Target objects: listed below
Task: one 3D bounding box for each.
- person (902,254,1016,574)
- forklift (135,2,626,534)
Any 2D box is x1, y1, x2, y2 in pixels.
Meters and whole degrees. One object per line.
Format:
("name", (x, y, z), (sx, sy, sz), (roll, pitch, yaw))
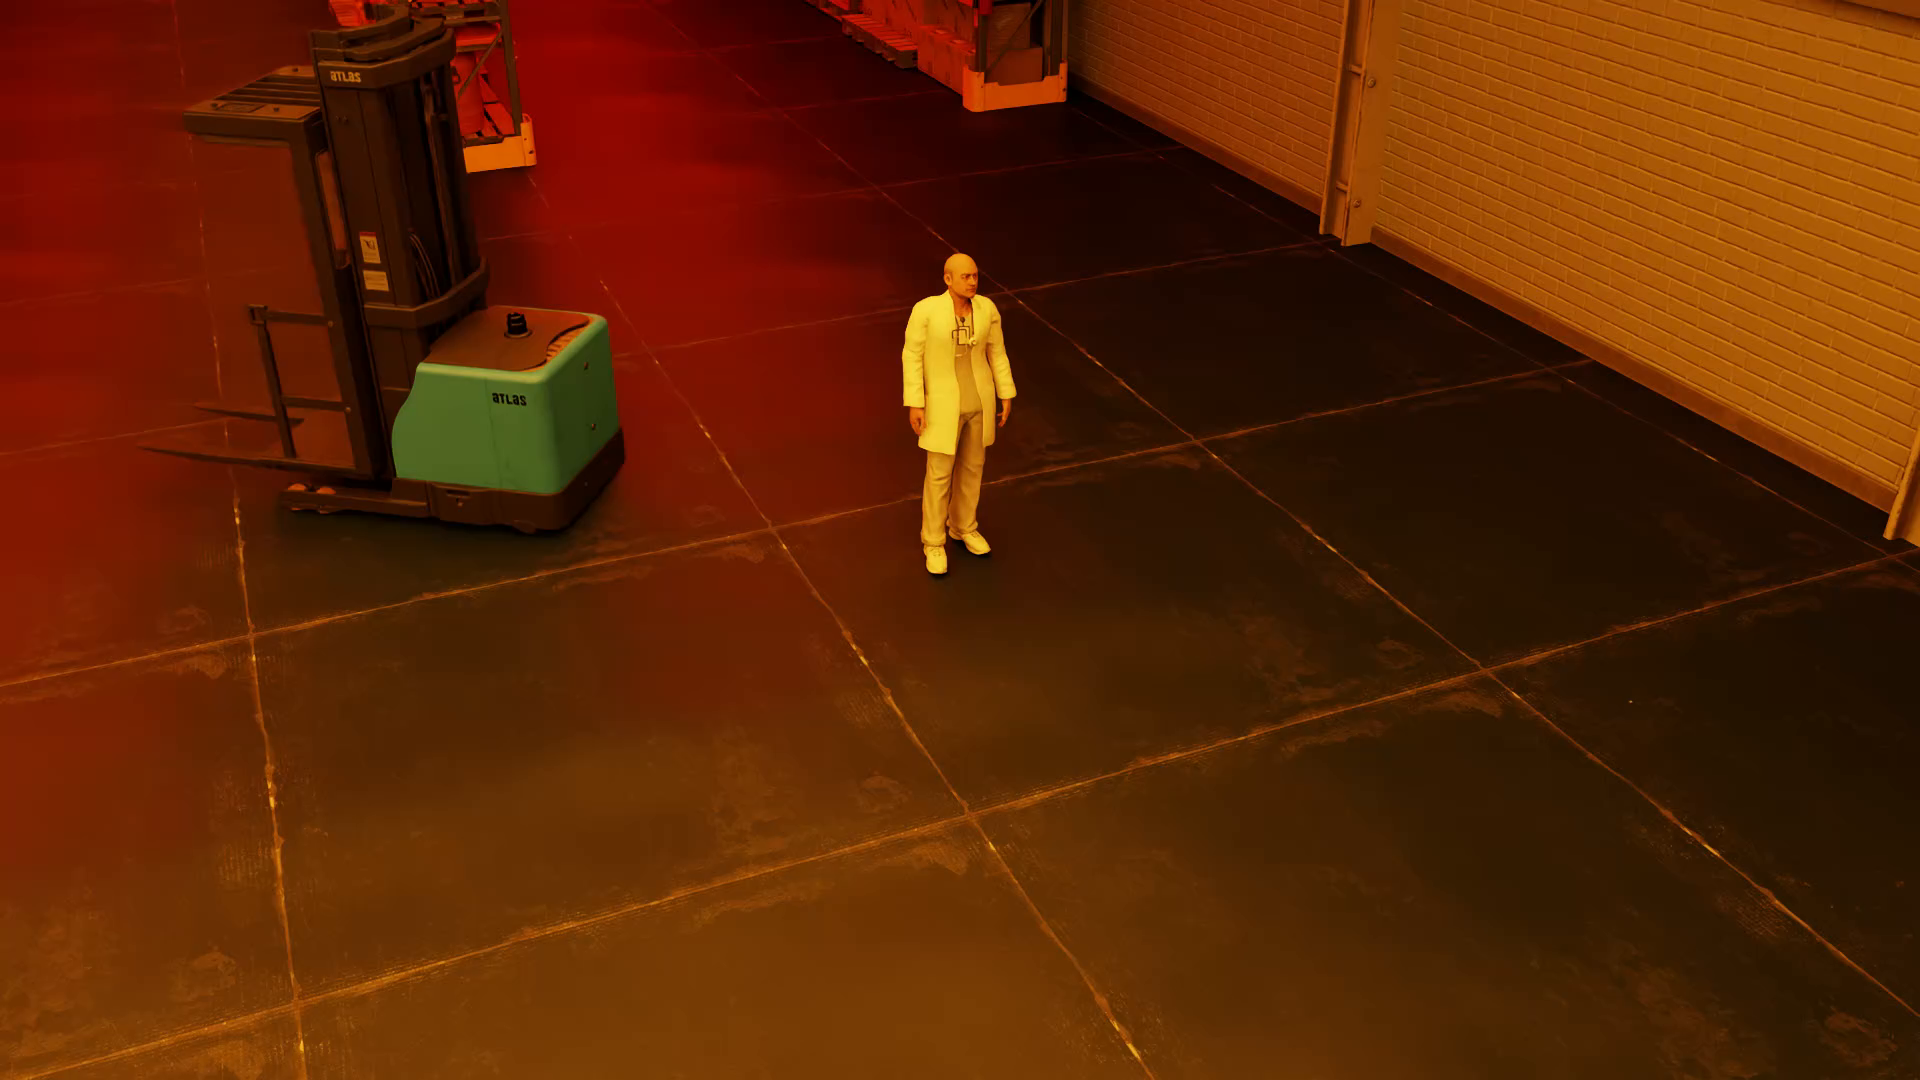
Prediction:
("person", (0.033, -0.735, 9.554), (0.696, 1.777, 0.578), (-12, 32, -20))
("forklift", (-3.752, -1.680, 10.058), (3.031, 2.935, 1.130), (6, 30, 11))
